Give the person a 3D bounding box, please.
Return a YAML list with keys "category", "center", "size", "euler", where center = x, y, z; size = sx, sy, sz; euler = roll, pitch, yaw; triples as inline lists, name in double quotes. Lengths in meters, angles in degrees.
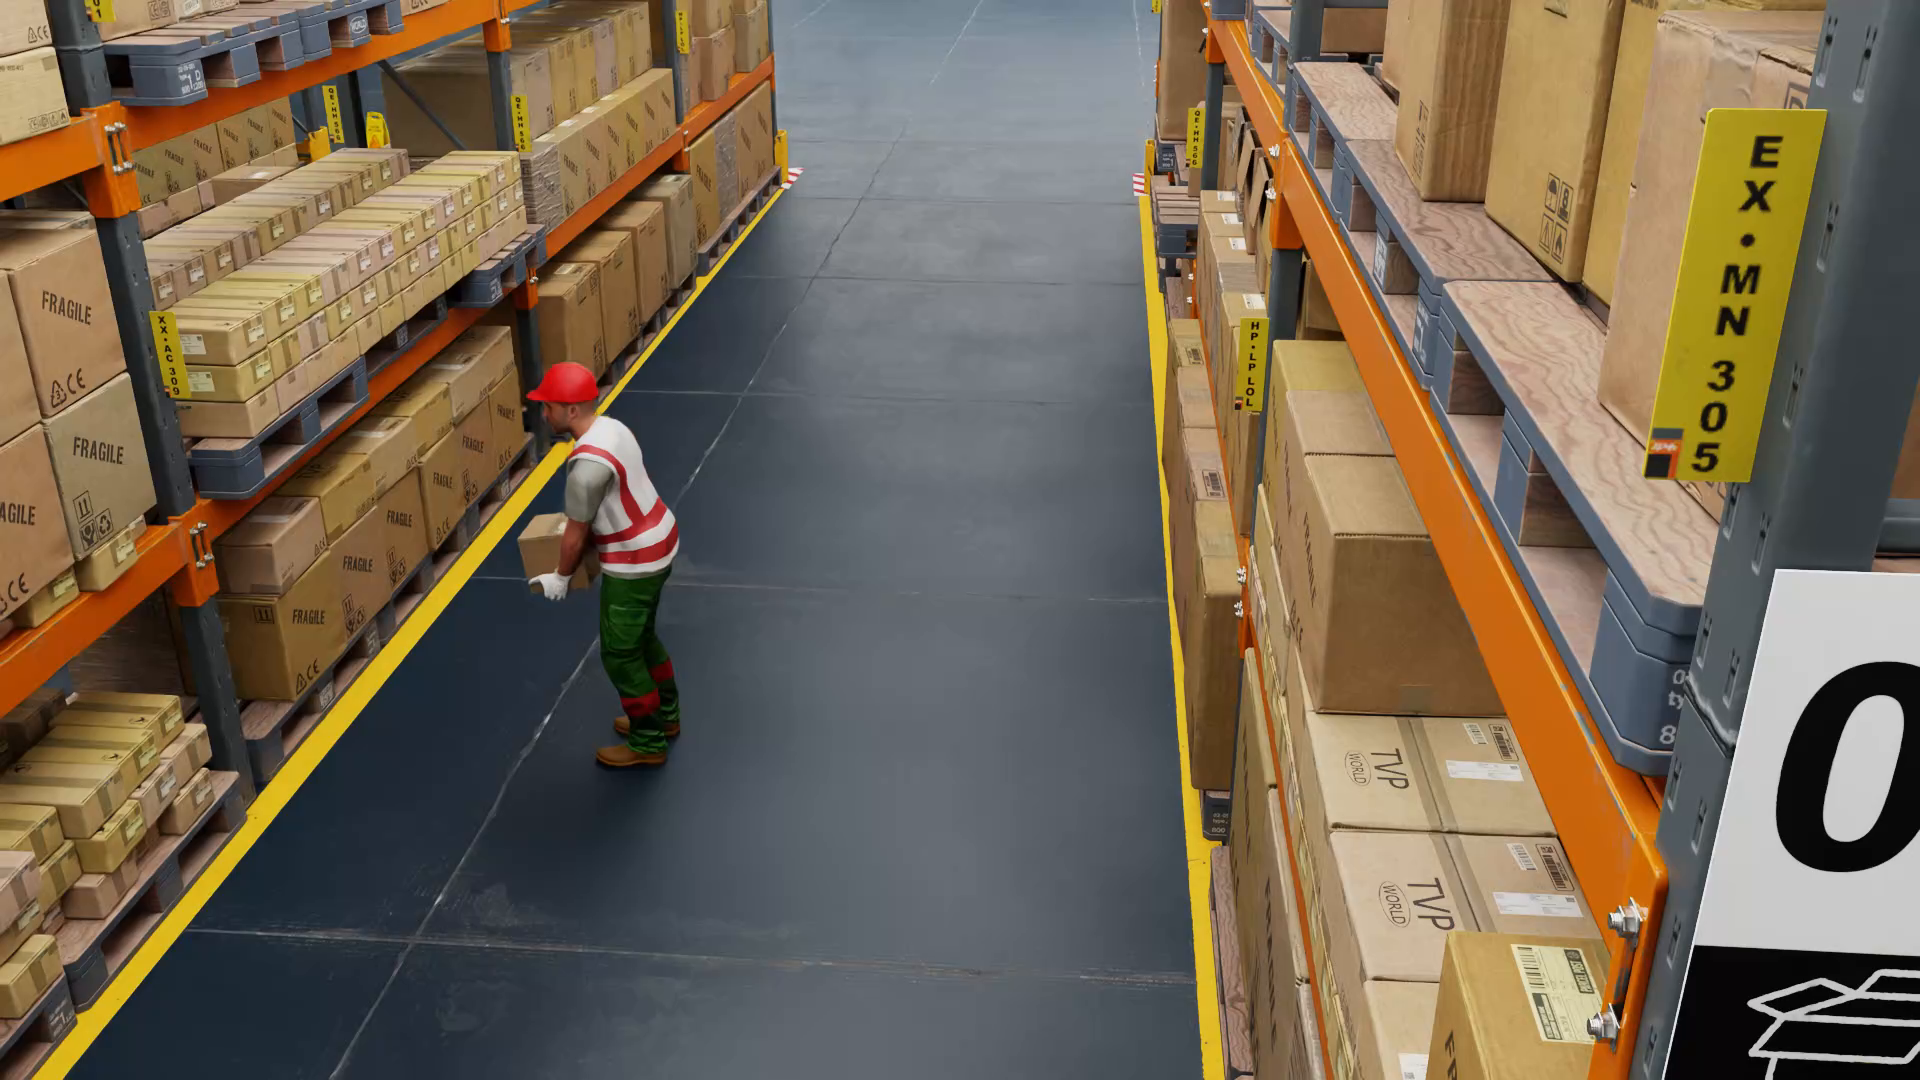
- category: "person"
  center: [-1.466, 0.106, 6.889]
  size: [0.594, 1.747, 0.485]
  euler: [1, 24, 3]
